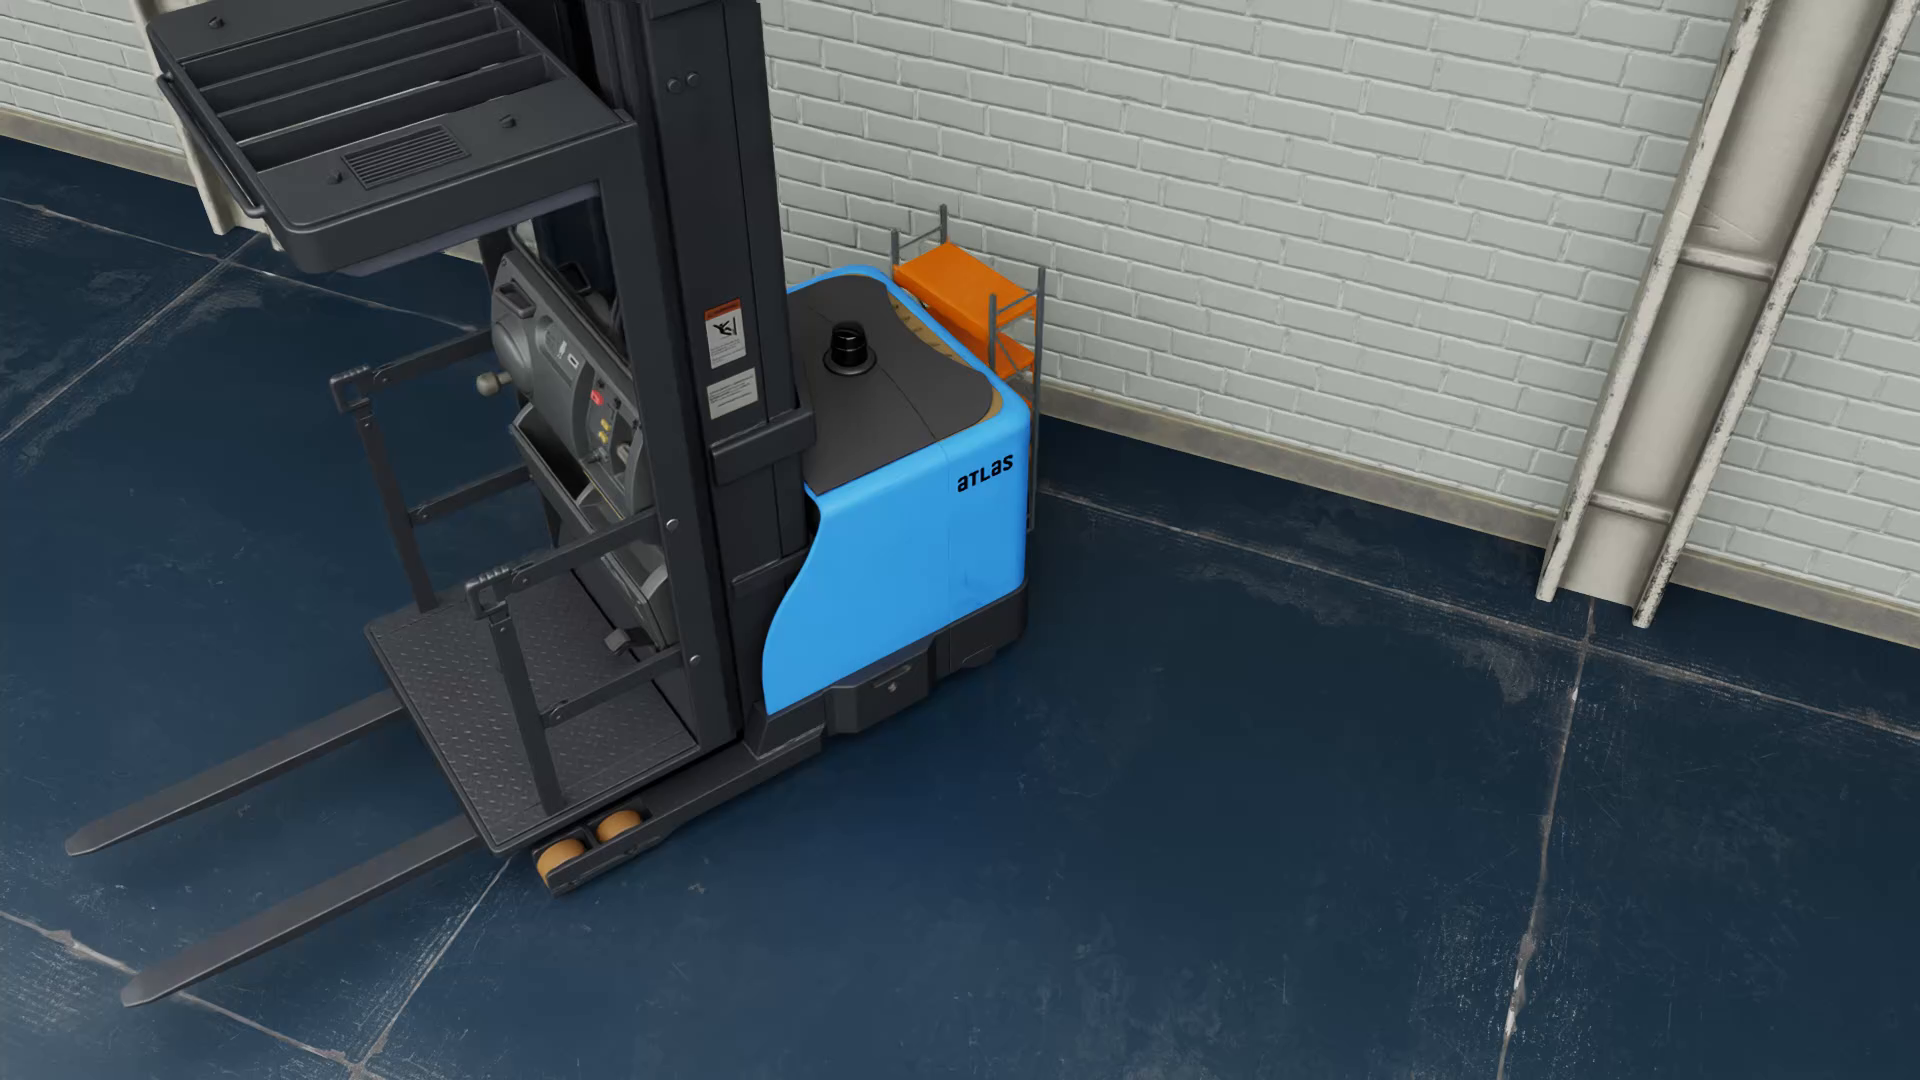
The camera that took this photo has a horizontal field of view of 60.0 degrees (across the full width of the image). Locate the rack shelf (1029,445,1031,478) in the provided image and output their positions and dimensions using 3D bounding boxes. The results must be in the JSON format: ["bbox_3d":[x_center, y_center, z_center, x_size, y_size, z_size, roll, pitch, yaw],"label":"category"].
[{"bbox_3d":[0.024,-0.354,6.132,0.258,0.148,0.480,-32,53,-28],"label":"rack shelf"}]

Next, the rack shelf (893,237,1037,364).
[{"bbox_3d":[0.024,-0.821,5.667,0.258,0.148,0.480,-32,53,-28],"label":"rack shelf"}]

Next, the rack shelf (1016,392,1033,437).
[{"bbox_3d":[0.024,-0.494,5.991,0.258,0.148,0.480,-32,53,-28],"label":"rack shelf"}]

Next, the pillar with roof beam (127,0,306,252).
[{"bbox_3d":[-4.864,-1.853,1.732,0.400,9.000,9.100,16,47,16],"label":"pillar with roof beam"}]

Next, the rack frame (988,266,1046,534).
[{"bbox_3d":[0.187,-0.414,5.815,0.240,1.200,0.015,-32,53,-28],"label":"rack frame"}]

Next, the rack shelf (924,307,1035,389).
[{"bbox_3d":[0.024,-0.653,5.834,0.258,0.148,0.480,-32,53,-28],"label":"rack shelf"}]

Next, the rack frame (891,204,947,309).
[{"bbox_3d":[-0.139,-0.670,6.073,0.240,1.200,0.015,-32,53,-28],"label":"rack frame"}]

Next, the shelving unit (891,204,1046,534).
[{"bbox_3d":[0.024,-0.542,5.944,0.258,1.200,0.503,-32,53,-28],"label":"shelving unit"}]

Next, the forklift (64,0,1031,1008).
[{"bbox_3d":[-1.267,-0.379,4.553,3.031,2.935,1.130,-26,50,-24],"label":"forklift"}]
